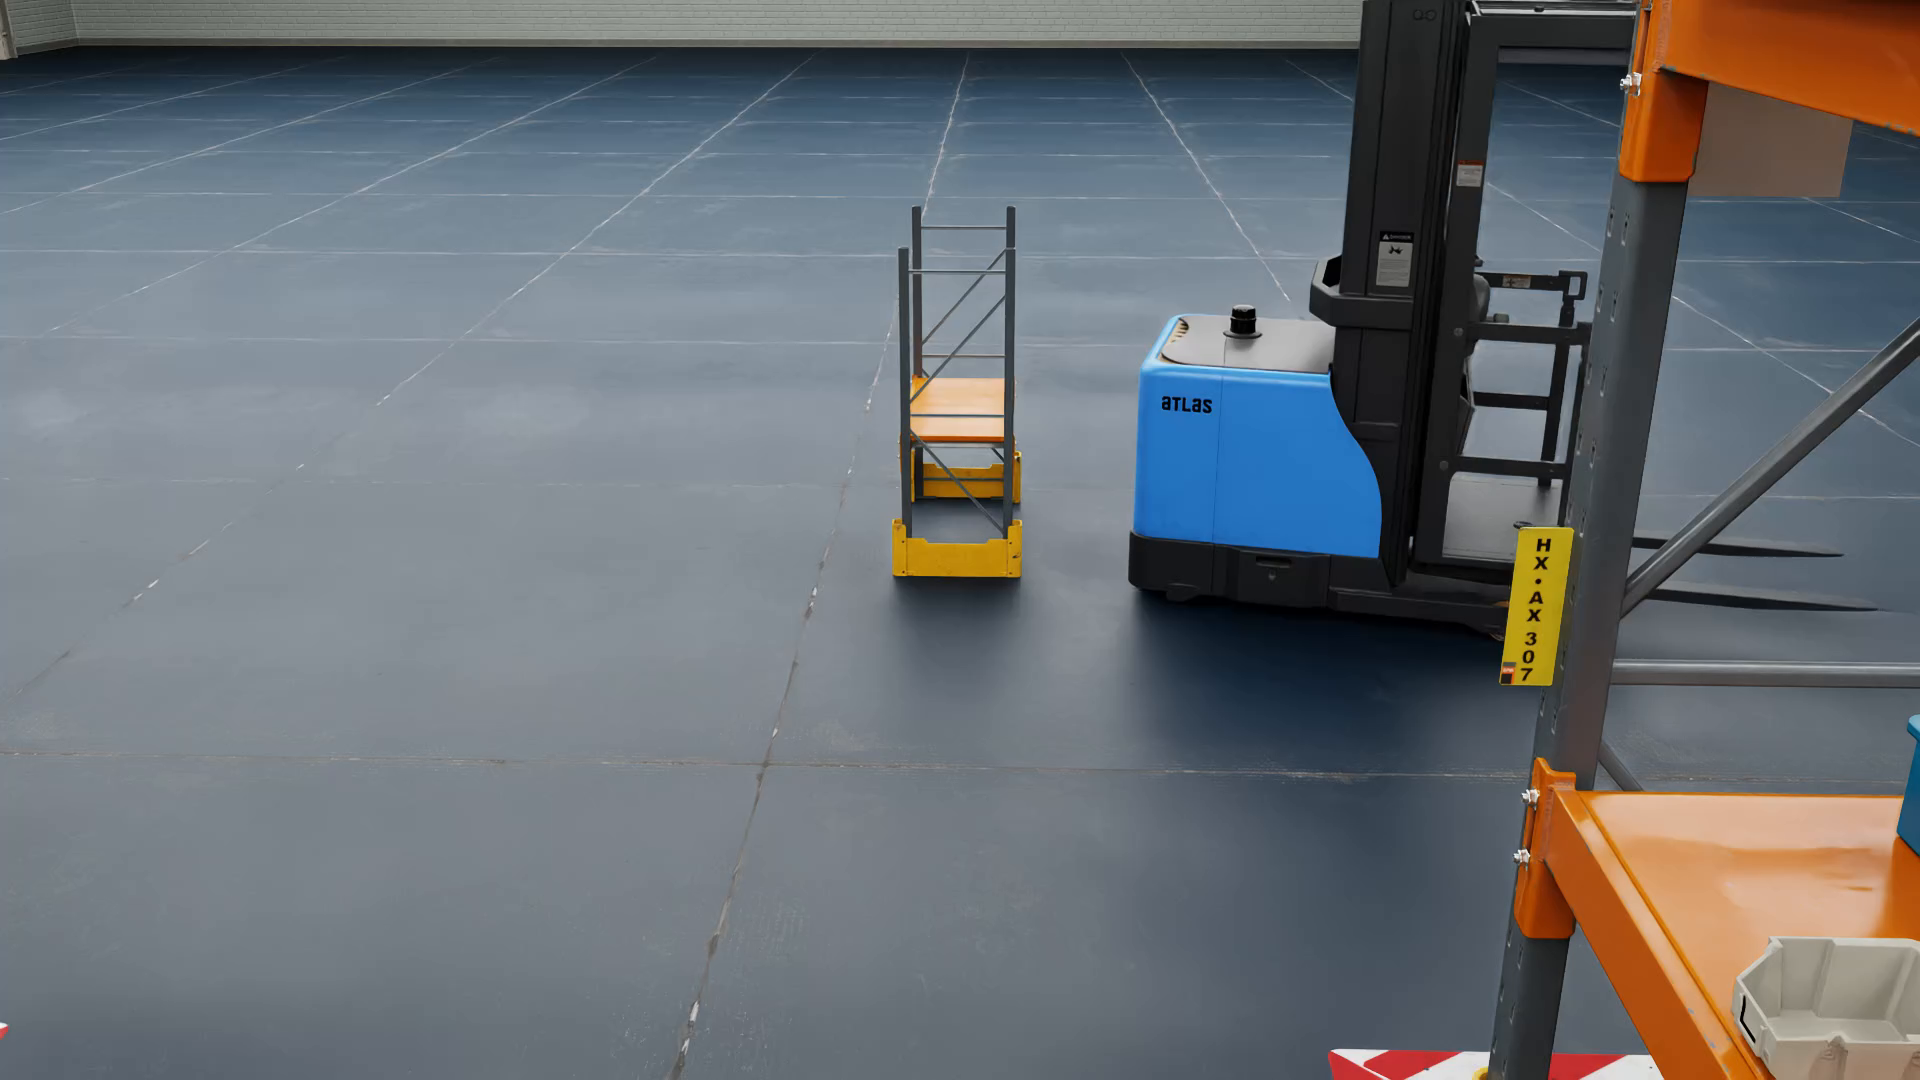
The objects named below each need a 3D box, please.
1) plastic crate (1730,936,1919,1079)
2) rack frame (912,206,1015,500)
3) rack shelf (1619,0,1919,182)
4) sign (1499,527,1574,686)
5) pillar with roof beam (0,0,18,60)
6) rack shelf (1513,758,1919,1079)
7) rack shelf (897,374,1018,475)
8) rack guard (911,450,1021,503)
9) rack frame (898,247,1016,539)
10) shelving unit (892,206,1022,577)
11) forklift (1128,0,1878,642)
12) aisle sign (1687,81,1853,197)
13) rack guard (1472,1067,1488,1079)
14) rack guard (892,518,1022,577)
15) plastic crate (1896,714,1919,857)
[{"bbox_3d":[1.298,0.709,2.420,0.298,0.136,0.250,1,21,2],"label":"plastic crate"},{"bbox_3d":[0.018,-0.914,8.311,0.500,1.500,0.032,1,21,2],"label":"rack frame"},{"bbox_3d":[1.586,-0.074,0.921,1.077,0.370,4.000,1,21,2],"label":"rack shelf"},{"bbox_3d":[1.097,0.129,3.167,0.100,0.325,0.005,1,21,2],"label":"sign"},{"bbox_3d":[-13.877,-13.306,29.881,9.100,9.000,0.400,1,21,2],"label":"pillar with roof beam"},{"bbox_3d":[1.586,1.324,1.464,1.077,0.370,4.000,1,21,2],"label":"rack shelf"},{"bbox_3d":[0.003,-0.562,7.902,0.538,0.185,1.000,1,21,2],"label":"rack shelf"},{"bbox_3d":[0.017,-0.324,8.519,0.587,0.250,0.087,1,21,2],"label":"rack guard"},{"bbox_3d":[-0.013,-0.546,7.363,0.500,1.500,0.032,1,21,2],"label":"rack frame"},{"bbox_3d":[0.002,-0.727,7.829,0.587,1.500,1.083,1,21,2],"label":"shelving unit"},{"bbox_3d":[2.320,-1.136,6.906,3.031,2.935,1.130,5,22,14],"label":"forklift"},{"bbox_3d":[1.356,-0.976,2.803,0.394,0.787,0.004,1,21,2],"label":"aisle sign"},{"bbox_3d":[1.691,1.459,3.578,1.175,0.500,0.348,1,21,2],"label":"rack guard"},{"bbox_3d":[-0.013,0.036,7.591,0.587,0.250,0.087,1,21,2],"label":"rack guard"},{"bbox_3d":[1.931,0.519,2.750,0.499,0.251,0.616,1,21,2],"label":"plastic crate"}]
